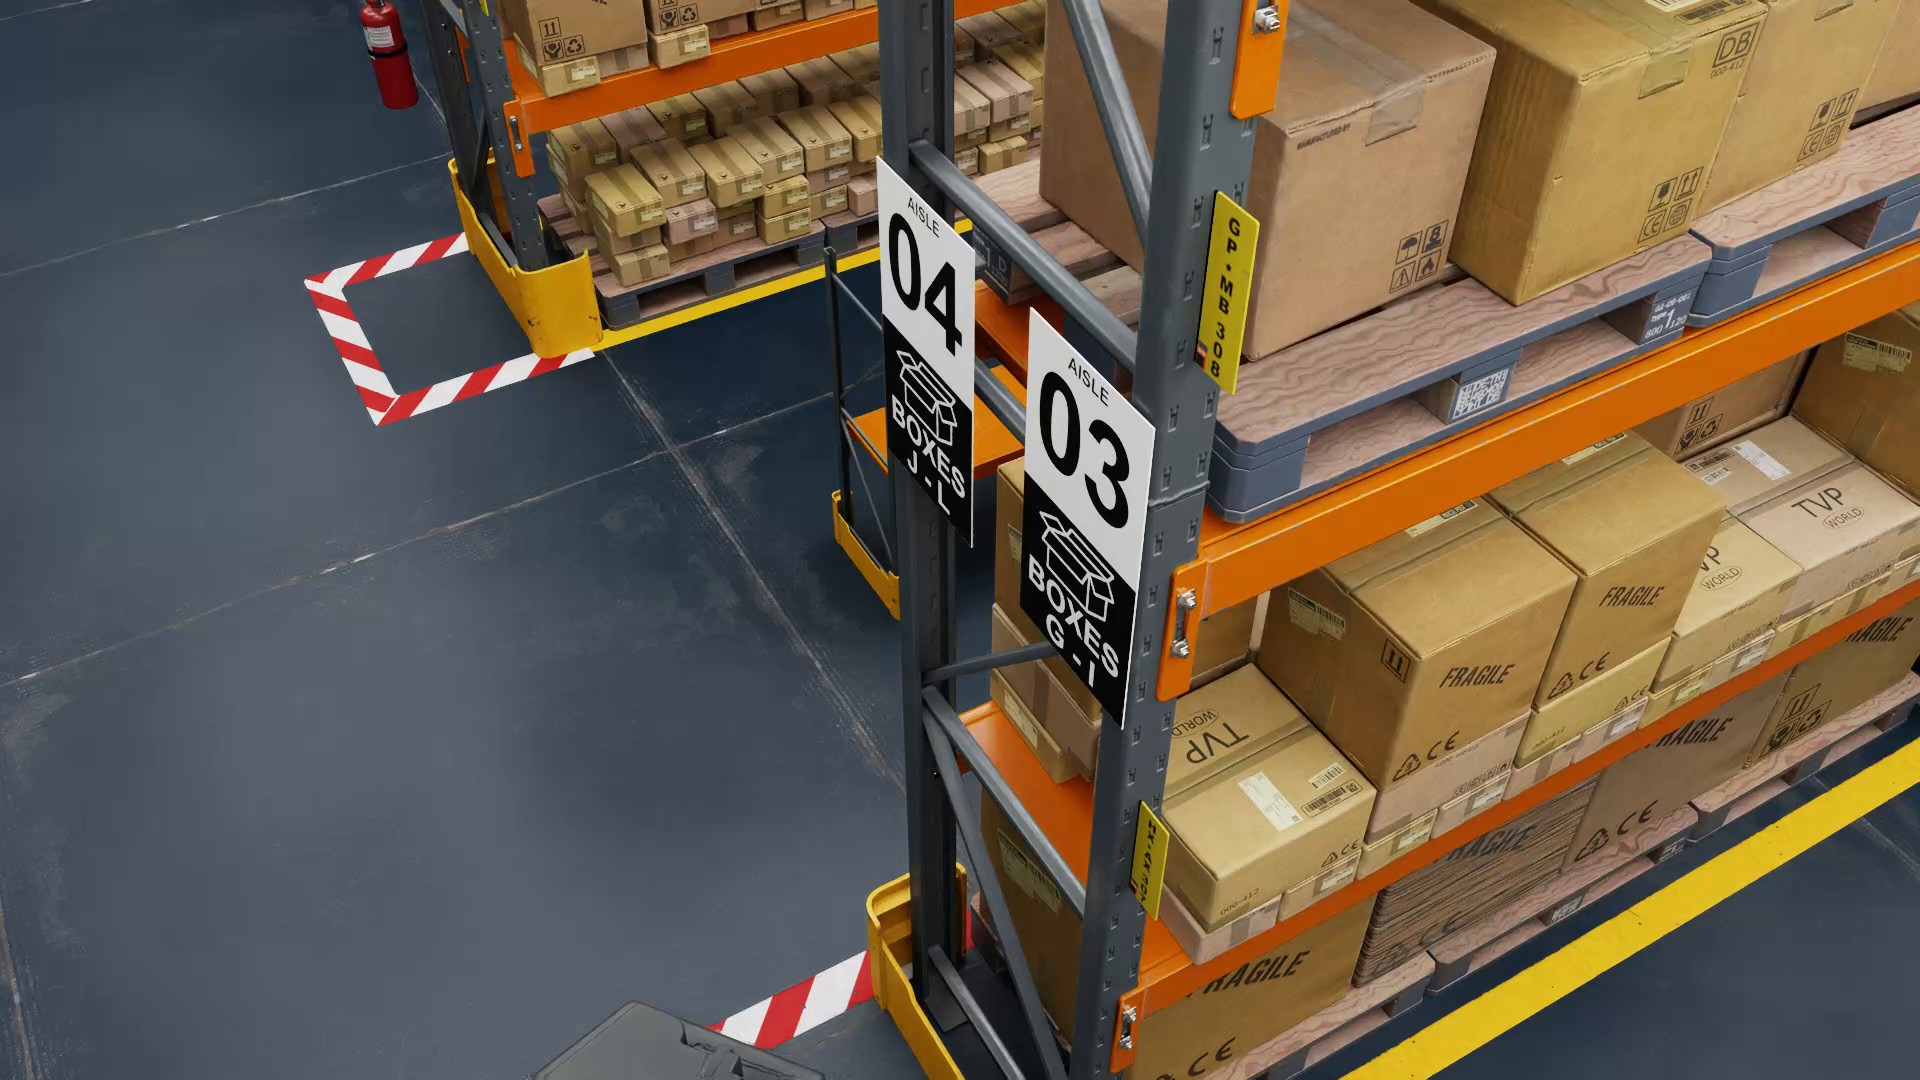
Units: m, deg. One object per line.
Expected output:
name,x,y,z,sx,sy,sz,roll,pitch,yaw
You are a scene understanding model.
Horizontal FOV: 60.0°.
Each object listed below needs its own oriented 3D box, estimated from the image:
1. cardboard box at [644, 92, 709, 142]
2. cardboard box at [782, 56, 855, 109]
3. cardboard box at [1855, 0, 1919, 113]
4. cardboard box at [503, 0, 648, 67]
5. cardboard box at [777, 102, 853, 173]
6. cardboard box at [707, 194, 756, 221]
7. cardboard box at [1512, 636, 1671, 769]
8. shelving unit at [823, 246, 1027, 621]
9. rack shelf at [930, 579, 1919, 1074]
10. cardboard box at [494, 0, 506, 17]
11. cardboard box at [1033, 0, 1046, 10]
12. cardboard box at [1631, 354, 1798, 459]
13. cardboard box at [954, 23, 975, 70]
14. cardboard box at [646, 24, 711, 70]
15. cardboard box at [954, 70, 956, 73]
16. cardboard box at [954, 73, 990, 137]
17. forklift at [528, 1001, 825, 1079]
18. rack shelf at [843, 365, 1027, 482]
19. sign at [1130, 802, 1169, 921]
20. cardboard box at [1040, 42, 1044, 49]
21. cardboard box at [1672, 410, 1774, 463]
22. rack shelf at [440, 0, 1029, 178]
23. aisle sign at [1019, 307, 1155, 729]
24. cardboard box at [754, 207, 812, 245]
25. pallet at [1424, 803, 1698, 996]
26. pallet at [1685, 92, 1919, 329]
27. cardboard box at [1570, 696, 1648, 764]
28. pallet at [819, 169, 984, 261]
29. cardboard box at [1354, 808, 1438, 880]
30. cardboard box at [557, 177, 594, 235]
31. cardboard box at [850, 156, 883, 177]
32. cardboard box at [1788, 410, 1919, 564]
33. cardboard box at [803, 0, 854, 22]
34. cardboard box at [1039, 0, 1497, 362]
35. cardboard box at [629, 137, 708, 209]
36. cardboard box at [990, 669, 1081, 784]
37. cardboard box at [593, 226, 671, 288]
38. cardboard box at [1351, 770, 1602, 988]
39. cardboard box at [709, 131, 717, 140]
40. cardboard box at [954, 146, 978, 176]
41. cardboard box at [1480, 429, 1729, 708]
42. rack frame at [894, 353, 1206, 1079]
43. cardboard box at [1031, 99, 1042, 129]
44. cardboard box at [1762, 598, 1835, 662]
cardboard box,-1.502,-2.222,8.634,0.250,0.149,0.380,-23,49,-22
cardboard box,-0.757,-2.425,8.843,0.250,0.149,0.380,-23,49,-22
cardboard box,1.968,-1.395,3.864,0.500,0.500,0.700,-20,48,-19
cardboard box,-1.716,-2.457,7.272,0.500,0.500,0.500,-20,47,-19
cardboard box,-0.739,-2.048,8.454,0.250,0.149,0.380,-20,48,-19
cardboard box,-1.227,-1.786,8.398,0.250,0.149,0.380,-21,48,-20
cardboard box,1.576,0.292,4.619,0.500,0.250,0.500,-23,49,-22
shelving unit,0.066,-0.565,6.684,1.083,1.500,0.587,-22,48,-21
rack shelf,1.875,0.269,5.265,4.000,0.370,1.077,-22,48,-21
cardboard box,-1.981,-2.780,7.604,0.500,0.500,0.500,-21,48,-20
cardboard box,0.555,-3.000,9.435,0.250,0.149,0.380,-20,47,-19
cardboard box,2.186,-0.644,5.045,0.500,0.500,0.500,-23,49,-22
cardboard box,-0.116,-2.740,9.167,0.250,0.149,0.380,-21,48,-20
cardboard box,-1.339,-2.324,7.601,0.250,0.149,0.380,-23,49,-22
cardboard box,-0.102,-2.594,9.230,0.250,0.149,0.380,-20,47,-19
cardboard box,-0.048,-2.277,8.690,0.250,0.149,0.380,-23,49,-22
forklift,0.012,2.119,2.891,3.031,2.935,1.130,16,46,16
rack shelf,0.074,-0.439,6.813,1.000,0.185,0.538,-22,48,-21
sign,0.412,0.703,3.623,0.005,0.325,0.100,-22,48,-21
cardboard box,0.633,-2.571,8.993,0.250,0.149,0.380,-22,48,-21
cardboard box,2.191,-0.379,5.310,0.500,0.250,0.500,-21,48,-20
rack shelf,-0.509,-2.761,8.387,4.000,0.370,1.077,-22,48,-21
aisle sign,0.228,-0.022,3.182,0.004,0.787,0.394,-22,48,-21
cardboard box,-0.955,-1.695,8.517,0.250,0.149,0.380,-21,48,-20
pallet,1.851,0.960,6.038,1.213,0.211,1.003,-22,48,-21
pallet,1.838,-1.030,3.997,1.213,0.211,1.003,-22,48,-21
cardboard box,1.726,0.423,4.770,0.250,0.149,0.380,-22,48,-21
pallet,-0.398,-2.032,9.122,1.213,0.211,1.003,-22,48,-21
cardboard box,1.056,0.692,4.493,0.250,0.149,0.380,-23,49,-22
cardboard box,-1.890,-1.762,8.586,0.250,0.149,0.380,-21,48,-20
cardboard box,-0.553,-2.078,8.699,0.250,0.149,0.380,-19,47,-19
cardboard box,2.909,-0.243,5.171,0.500,0.250,0.500,-20,48,-20
cardboard box,-0.707,-2.645,7.931,0.250,0.149,0.380,-23,49,-22
cardboard box,0.565,-0.807,3.258,0.500,0.500,0.700,-25,49,-23
cardboard box,-1.440,-1.812,8.211,0.250,0.149,0.380,-21,48,-20
cardboard box,0.285,0.472,4.719,0.250,0.149,0.380,-21,48,-20
cardboard box,-1.629,-1.442,8.257,0.250,0.149,0.380,-21,48,-20
cardboard box,1.445,0.730,5.497,0.875,0.875,0.875,-22,48,-21
cardboard box,-1.193,-2.128,8.750,0.250,0.149,0.380,-22,48,-21
cardboard box,-0.102,-2.090,8.925,0.250,0.149,0.380,-21,48,-20
cardboard box,1.571,0.022,4.358,0.500,0.500,0.500,-23,49,-22
rack frame,0.140,0.705,4.300,0.127,3.000,1.000,-22,48,-21
cardboard box,0.392,-2.414,9.045,0.250,0.149,0.380,-21,48,-21
cardboard box,2.393,0.157,5.045,0.250,0.149,0.380,-23,48,-22
